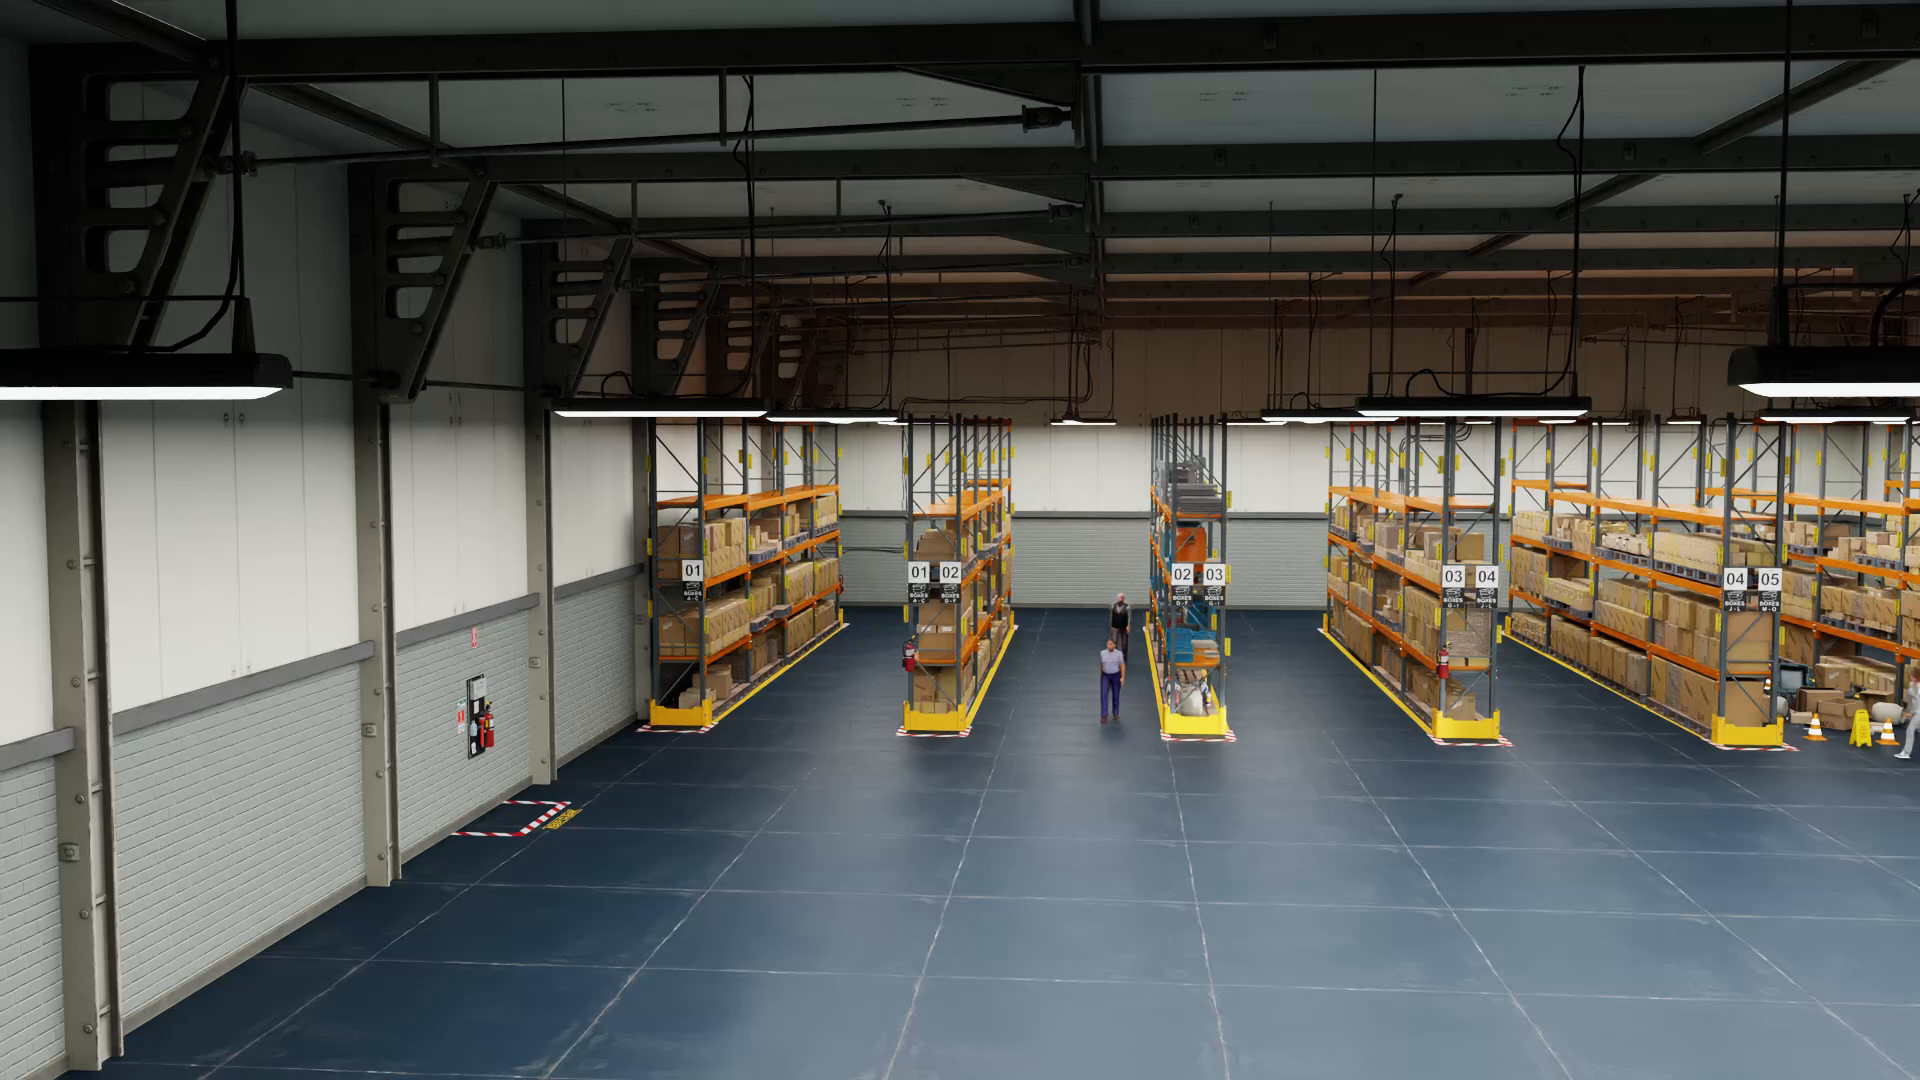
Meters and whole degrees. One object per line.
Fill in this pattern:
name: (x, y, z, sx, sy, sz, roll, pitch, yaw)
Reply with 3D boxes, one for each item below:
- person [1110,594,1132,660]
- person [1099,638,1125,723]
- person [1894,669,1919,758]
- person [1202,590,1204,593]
person: (3.896, 2.145, 40.376, 0.563, 1.679, 1.004, 1, 4, 13)
person: (2.955, 2.724, 32.410, 0.528, 1.616, 0.748, 1, 4, 13)
person: (16.617, 2.995, 28.786, 0.917, 1.551, 0.437, 0, 4, -2)
person: (7.436, 1.567, 49.584, 0.445, 1.611, 0.863, 0, 4, 2)
